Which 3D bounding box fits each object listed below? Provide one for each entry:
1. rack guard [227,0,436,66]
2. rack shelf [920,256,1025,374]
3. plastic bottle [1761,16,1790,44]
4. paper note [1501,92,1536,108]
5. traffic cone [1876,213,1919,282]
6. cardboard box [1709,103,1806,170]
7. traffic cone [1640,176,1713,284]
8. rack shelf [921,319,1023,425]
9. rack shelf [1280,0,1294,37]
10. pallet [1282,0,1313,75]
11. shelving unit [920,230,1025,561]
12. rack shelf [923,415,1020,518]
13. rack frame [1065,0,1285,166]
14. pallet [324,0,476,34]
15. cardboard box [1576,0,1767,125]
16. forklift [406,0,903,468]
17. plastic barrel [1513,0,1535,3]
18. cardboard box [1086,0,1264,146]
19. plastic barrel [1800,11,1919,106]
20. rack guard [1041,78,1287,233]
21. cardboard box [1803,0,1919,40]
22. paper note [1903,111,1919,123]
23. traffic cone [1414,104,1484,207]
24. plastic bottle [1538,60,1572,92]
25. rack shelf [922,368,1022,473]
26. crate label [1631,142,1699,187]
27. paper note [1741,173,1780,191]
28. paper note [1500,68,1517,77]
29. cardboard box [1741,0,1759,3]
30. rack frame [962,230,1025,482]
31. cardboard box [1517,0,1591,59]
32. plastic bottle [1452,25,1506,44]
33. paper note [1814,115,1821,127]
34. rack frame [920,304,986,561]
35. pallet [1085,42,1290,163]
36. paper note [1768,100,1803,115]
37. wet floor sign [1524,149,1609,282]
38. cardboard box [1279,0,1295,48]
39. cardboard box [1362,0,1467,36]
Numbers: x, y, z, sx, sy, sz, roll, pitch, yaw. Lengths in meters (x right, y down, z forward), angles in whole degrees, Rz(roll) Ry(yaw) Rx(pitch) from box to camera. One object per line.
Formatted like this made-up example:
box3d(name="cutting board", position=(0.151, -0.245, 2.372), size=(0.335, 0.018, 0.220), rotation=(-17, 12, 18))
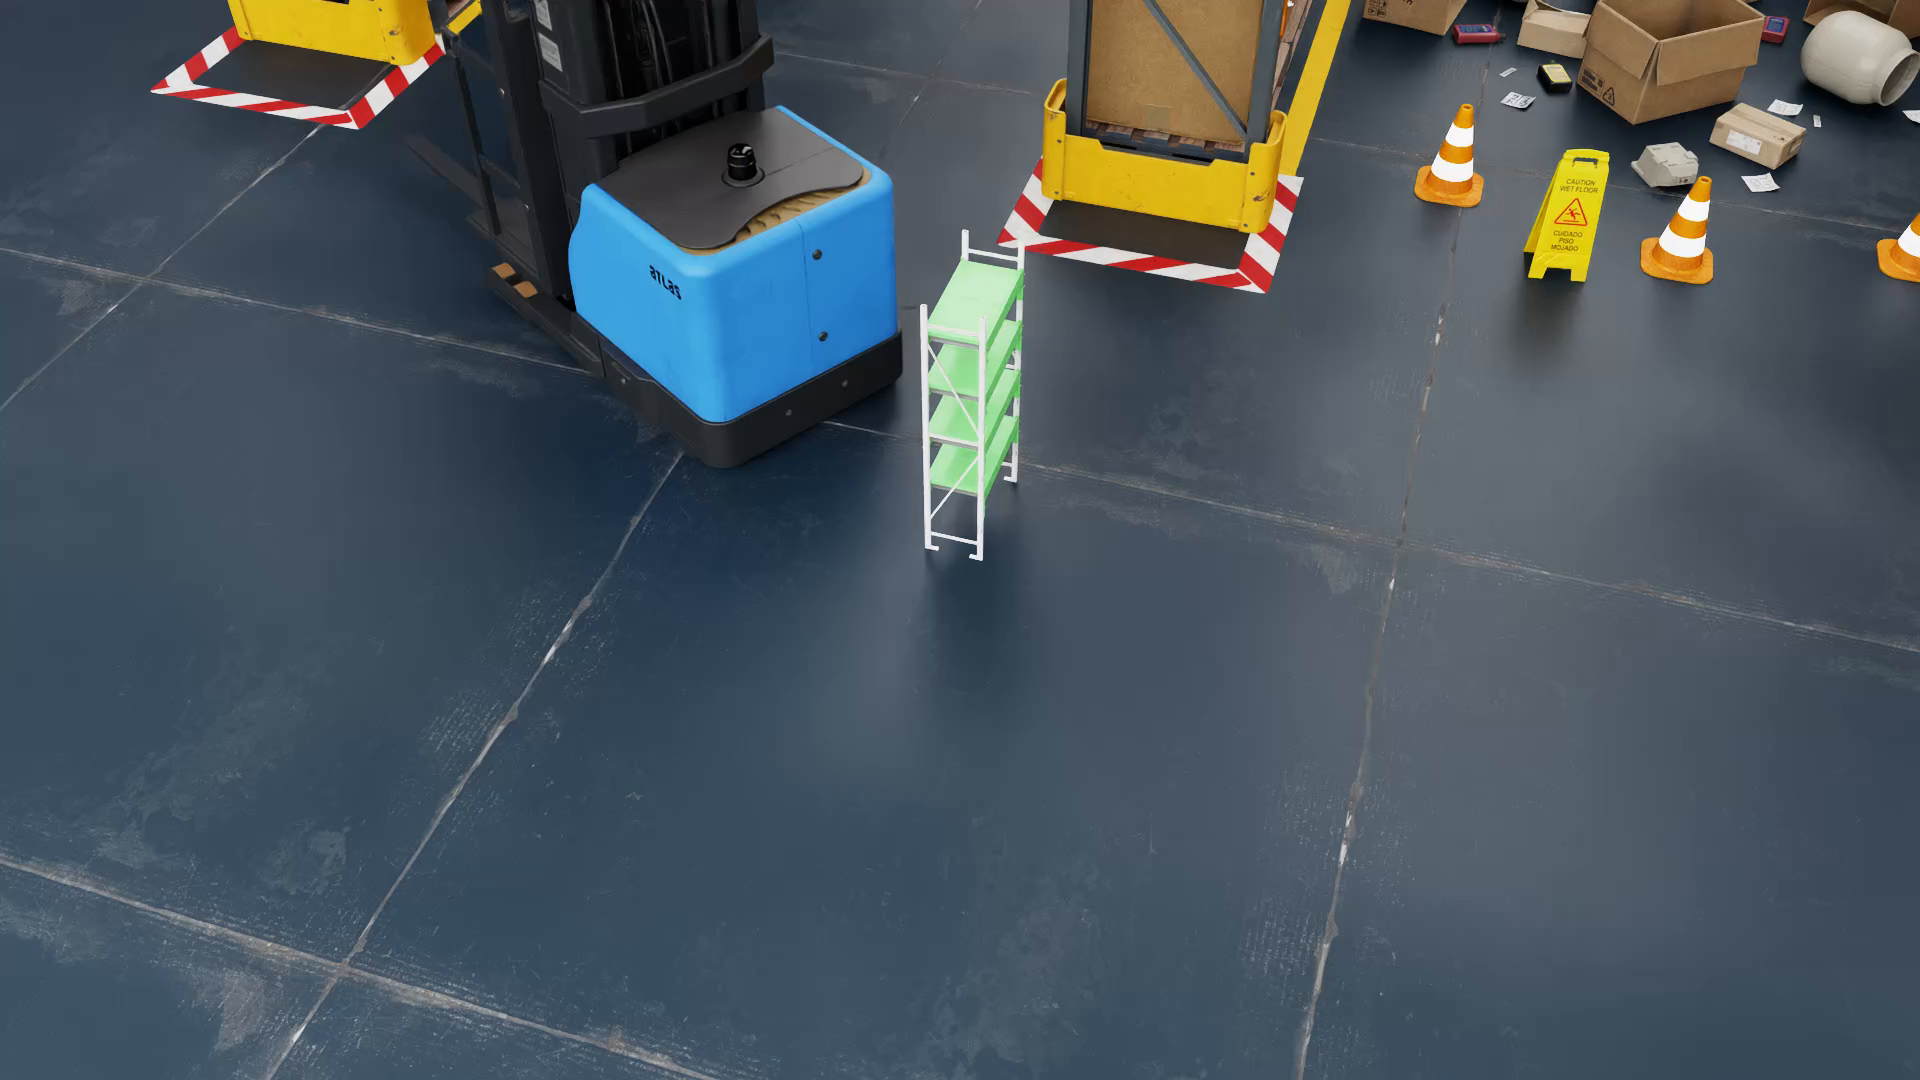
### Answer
box3d(name="rack guard", position=(-3.655, -3.123, 9.584), size=(1.175, 0.500, 0.348), rotation=(13, 46, 13))
box3d(name="rack shelf", position=(0.050, -0.837, 6.152), size=(0.258, 0.148, 0.480), rotation=(13, 46, 12))
box3d(name="plastic bottle", position=(4.800, -3.020, 9.792), size=(0.133, 0.061, 0.283), rotation=(20, 48, 19))
box3d(name="paper note", position=(3.099, -2.444, 9.227), size=(0.144, 0.017, 0.142), rotation=(28, 51, 26))
box3d(name="traffic cone", position=(4.668, -1.520, 7.972), size=(0.336, 0.463, 0.334), rotation=(13, 46, 13))
box3d(name="cardboard box", position=(4.239, -2.149, 8.840), size=(0.250, 0.149, 0.380), rotation=(-33, 53, -29))
box3d(name="traffic cone", position=(3.507, -1.528, 7.981), size=(0.336, 0.463, 0.334), rotation=(13, 46, 13))
box3d(name="rack shelf", position=(0.050, -0.665, 6.320), size=(0.258, 0.148, 0.480), rotation=(13, 46, 12))
box3d(name="rack shelf", position=(1.625, -3.924, 9.129), size=(1.077, 0.370, 4.000), rotation=(13, 46, 13))
box3d(name="pallet", position=(1.558, -3.211, 9.881), size=(1.003, 0.211, 1.213), rotation=(13, 46, 13))
box3d(name="shelving unit", position=(0.050, -0.539, 6.443), size=(0.258, 1.200, 0.503), rotation=(13, 46, 12))
box3d(name="rack shelf", position=(0.050, -0.322, 6.656), size=(0.258, 0.148, 0.480), rotation=(13, 46, 12))
box3d(name="rack frame", position=(1.019, -2.848, 7.515), size=(1.000, 3.000, 0.127), rotation=(13, 46, 13))
box3d(name="pallet", position=(-3.375, -3.554, 10.231), size=(1.003, 0.211, 1.213), rotation=(13, 46, 13))
box3d(name="cardboard box", position=(3.886, -2.681, 9.130), size=(0.797, 0.503, 0.637), rotation=(-16, 47, -16))
box3d(name="forklift", position=(-1.601, -2.303, 7.008), size=(1.130, 2.935, 3.031), rotation=(-31, 52, -28))
box3d(name="plastic barrel", position=(3.349, -3.512, 10.036), size=(0.421, 0.421, 0.512), rotation=(-24, 49, -22))
box3d(name="cardboard box", position=(1.161, -2.704, 8.588), size=(0.875, 0.875, 0.875), rotation=(13, 46, 13))
box3d(name="plastic barrel", position=(4.950, -2.643, 9.149), size=(0.421, 0.421, 0.512), rotation=(-24, 49, -22))
box3d(name="rack guard", position=(1.012, -1.938, 8.373), size=(1.175, 0.500, 0.348), rotation=(13, 46, 13))
box3d(name="cardboard box", position=(5.357, -3.214, 9.676), size=(0.500, 0.500, 0.500), rotation=(-24, 49, -22))
box3d(name="paper note", position=(5.264, -2.319, 9.098), size=(0.142, 0.019, 0.148), rotation=(-2, 44, -2))
box3d(name="traffic cone", position=(2.533, -1.994, 8.457), size=(0.336, 0.463, 0.334), rotation=(13, 46, 13))
box3d(name="plastic bottle", position=(3.349, -2.626, 9.390), size=(0.133, 0.061, 0.283), rotation=(-2, 44, -2))
box3d(name="rack shelf", position=(0.050, -0.494, 6.488), size=(0.258, 0.148, 0.480), rotation=(13, 46, 12))
box3d(name="crate label", position=(3.686, -1.949, 8.644), size=(0.250, 0.136, 0.298), rotation=(-9, 45, -9))
box3d(name="paper note", position=(4.156, -1.857, 8.626), size=(0.148, 0.019, 0.142), rotation=(-2, 44, -2))
box3d(name="paper note", position=(3.120, -2.663, 9.464), size=(0.123, 0.001, 0.032), rotation=(-33, 53, -29))
box3d(name="cardboard box", position=(4.686, -3.467, 10.103), size=(0.258, 0.266, 0.396), rotation=(-16, 47, -16))
box3d(name="rack frame", position=(0.124, -0.702, 6.609), size=(0.240, 1.200, 0.015), rotation=(13, 46, 12))
box3d(name="cardboard box", position=(3.465, -3.001, 9.627), size=(0.396, 0.266, 0.258), rotation=(20, 48, 19))
box3d(name="plastic bottle", position=(3.041, -2.962, 9.733), size=(0.283, 0.061, 0.133), rotation=(-2, 44, -2))
box3d(name="paper note", position=(4.681, -2.287, 9.080), size=(0.032, 0.001, 0.123), rotation=(13, 46, 13))
box3d(name="rack frame", position=(-0.024, -0.377, 6.277), size=(0.240, 1.200, 0.015), rotation=(13, 46, 12))
box3d(name="pallet", position=(1.186, -2.401, 9.052), size=(1.003, 0.211, 1.213), rotation=(13, 46, 13))
box3d(name="paper note", position=(4.556, -2.388, 9.176), size=(0.148, 0.019, 0.142), rotation=(28, 51, 26))
box3d(name="wet floor sign", position=(2.897, -1.568, 7.891), size=(0.267, 0.644, 0.232), rotation=(5, 45, 5))
box3d(name="cardboard box", position=(1.426, -3.291, 9.188), size=(0.875, 0.875, 0.875), rotation=(12, 46, 12))
box3d(name="cardboard box", position=(2.738, -3.369, 9.834), size=(0.500, 0.500, 0.500), rotation=(20, 48, 19))
